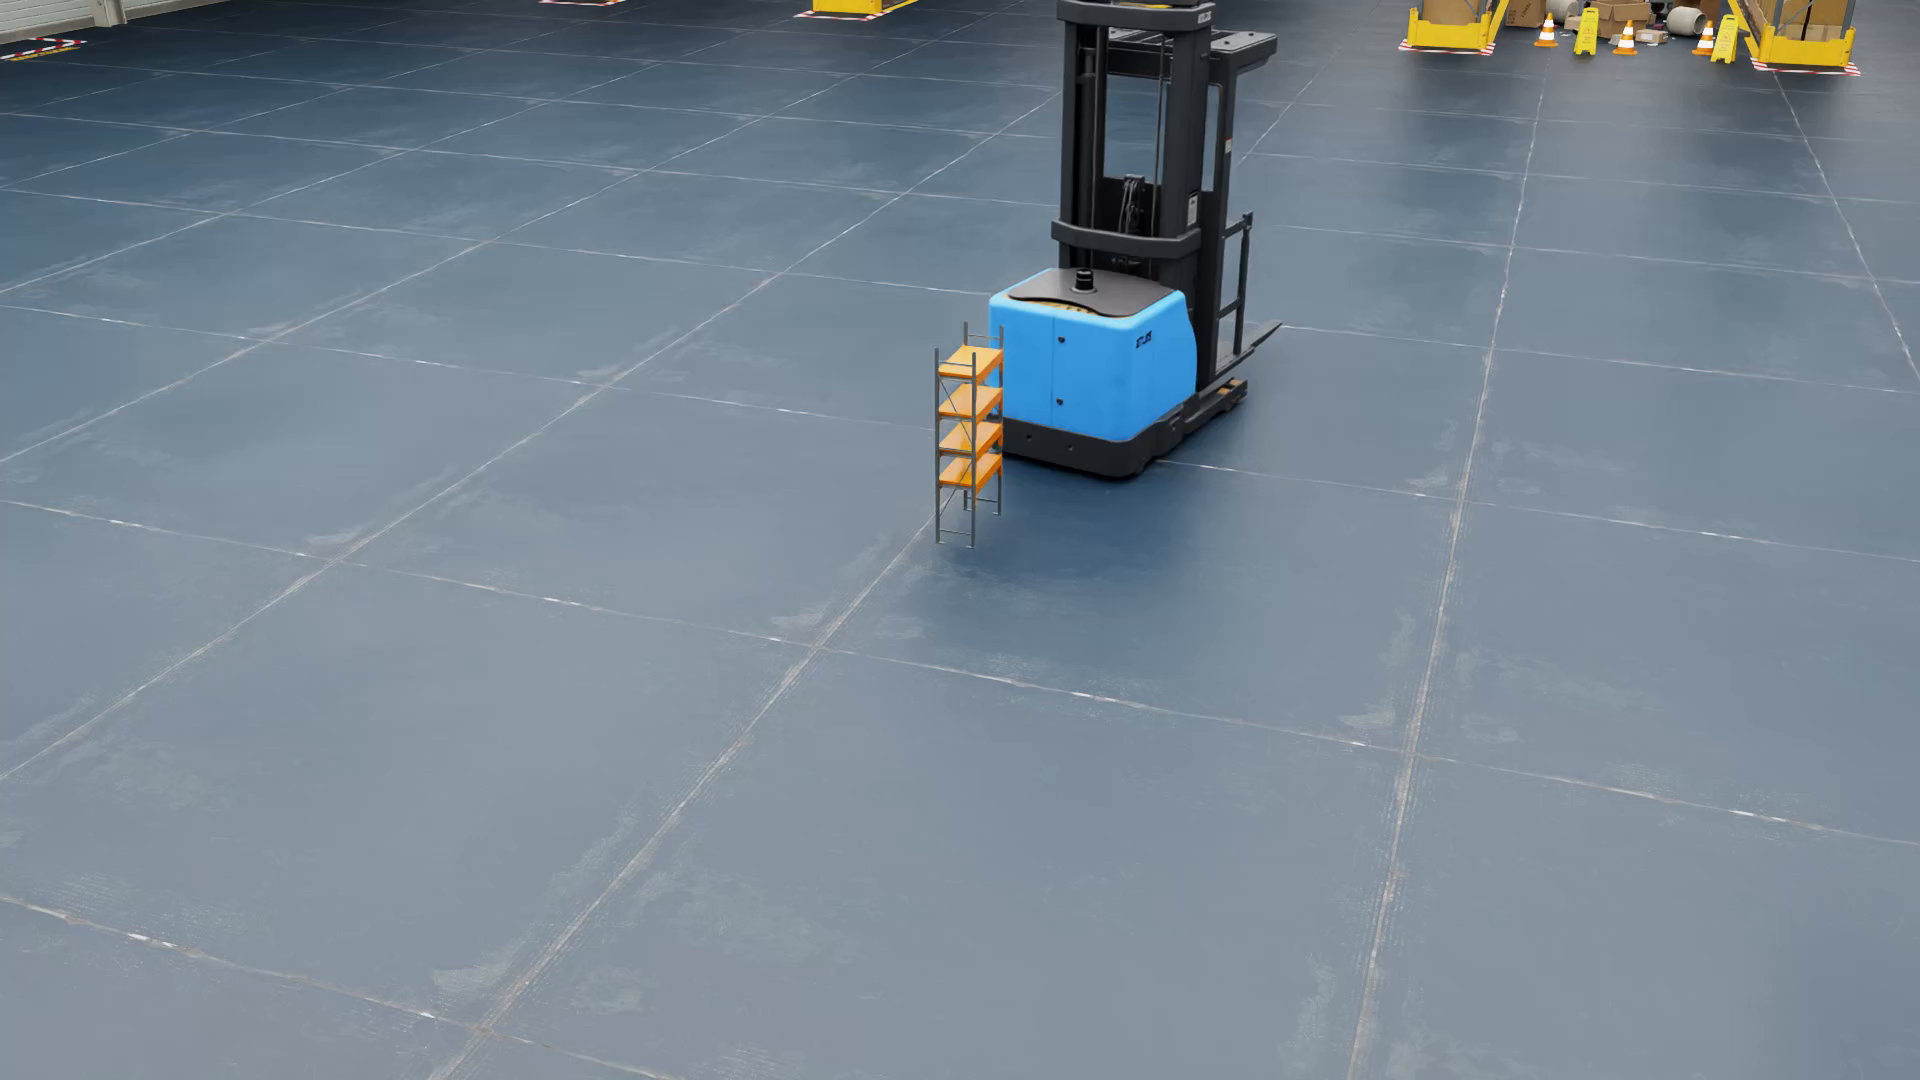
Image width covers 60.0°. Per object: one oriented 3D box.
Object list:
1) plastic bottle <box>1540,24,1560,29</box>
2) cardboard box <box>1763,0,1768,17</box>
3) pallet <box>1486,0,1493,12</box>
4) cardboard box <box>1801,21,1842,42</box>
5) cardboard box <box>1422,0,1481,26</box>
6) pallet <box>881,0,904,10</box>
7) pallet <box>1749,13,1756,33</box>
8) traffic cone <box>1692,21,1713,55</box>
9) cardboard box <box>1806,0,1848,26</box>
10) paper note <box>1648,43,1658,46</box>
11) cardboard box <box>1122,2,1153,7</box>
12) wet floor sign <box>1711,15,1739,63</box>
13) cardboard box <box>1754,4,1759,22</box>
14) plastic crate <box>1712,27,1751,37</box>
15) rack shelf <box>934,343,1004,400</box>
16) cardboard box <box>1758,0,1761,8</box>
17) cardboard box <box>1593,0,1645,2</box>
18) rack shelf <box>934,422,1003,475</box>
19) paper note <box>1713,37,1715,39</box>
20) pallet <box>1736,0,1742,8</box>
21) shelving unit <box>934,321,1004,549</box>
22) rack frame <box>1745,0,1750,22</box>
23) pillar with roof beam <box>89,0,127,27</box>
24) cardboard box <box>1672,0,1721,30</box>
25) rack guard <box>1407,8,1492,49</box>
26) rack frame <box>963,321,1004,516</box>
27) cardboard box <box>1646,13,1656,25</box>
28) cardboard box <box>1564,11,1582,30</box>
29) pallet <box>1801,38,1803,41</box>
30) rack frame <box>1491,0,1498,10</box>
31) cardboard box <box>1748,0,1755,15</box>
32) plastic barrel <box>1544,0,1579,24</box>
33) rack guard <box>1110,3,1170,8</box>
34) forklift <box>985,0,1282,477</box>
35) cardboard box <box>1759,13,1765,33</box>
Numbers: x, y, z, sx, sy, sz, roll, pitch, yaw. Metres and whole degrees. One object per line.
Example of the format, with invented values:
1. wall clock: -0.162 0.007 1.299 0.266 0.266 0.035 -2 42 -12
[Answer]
1. plastic bottle: 9.481 -8.253 26.726 0.283 0.061 0.133 0 26 -1
2. cardboard box: 12.299 -8.073 24.794 0.500 0.500 0.500 10 28 19
3. pallet: 8.411 -8.966 28.025 1.003 0.211 1.213 9 27 17
4. cardboard box: 12.637 -7.445 24.357 0.500 0.250 0.500 9 27 17
5. cardboard box: 7.570 -8.399 25.612 0.875 0.875 0.875 9 27 18
6. pallet: -1.651 -9.473 29.074 1.003 0.211 1.213 9 27 17
7. pallet: 13.249 -8.310 26.670 1.003 0.211 1.213 9 27 17
8. traffic cone: 11.035 -7.424 24.552 0.336 0.463 0.334 9 27 17
9. cardboard box: 12.645 -7.792 24.214 0.500 0.500 0.500 8 27 16
10. paper note: 10.546 -7.543 25.293 0.148 0.019 0.142 0 26 -1
11. cardboard box: 2.987 -8.957 27.194 0.500 0.500 0.500 14 29 27
12. wet floor sign: 11.036 -7.219 23.920 0.267 0.644 0.232 20 32 35
13. cardboard box: 12.647 -8.154 25.823 0.500 0.250 0.500 8 27 17
14. plastic crate: 12.143 -8.005 26.192 0.402 0.080 0.583 0 26 -1
15. rack shelf: 0.055 -0.962 9.458 0.258 0.148 0.480 9 27 17
16. cardboard box: 12.647 -8.497 25.670 0.500 0.500 0.500 10 28 20
17. cardboard box: 10.609 -8.614 26.808 0.797 0.637 0.503 9 27 17
18. rack shelf: 0.055 -0.547 9.658 0.258 0.148 0.480 9 27 17
19. paper note: 11.674 -7.815 25.856 0.142 0.019 0.148 0 26 -1
20. pallet: 14.101 -9.414 28.951 1.003 0.211 1.213 9 27 17
21. shelving unit: 0.055 -0.608 9.629 0.258 1.200 0.503 9 27 17
22. rack frame: 13.439 -9.846 26.643 1.000 3.000 0.127 9 27 17
23. pillar with roof beam: -9.770 -11.817 23.831 9.100 9.000 0.400 9 27 17
24. cardboard box: 11.799 -8.479 26.685 0.500 0.500 0.500 -14 29 -27
25. rack guard: 7.399 -7.743 25.169 1.175 0.500 0.348 9 27 17
26. rack frame: 0.136 -0.708 9.836 0.240 1.200 0.015 9 27 17
27. cardboard box: 11.144 -8.592 27.190 0.258 0.266 0.396 -9 27 -18
28. cardboard box: 9.902 -8.318 26.625 0.396 0.266 0.258 14 29 26
29. pallet: 12.437 -7.307 24.599 1.003 0.211 1.213 9 27 17
30. rack frame: 8.738 -10.522 28.040 1.000 3.000 0.127 9 27 17
31. cardboard box: 12.988 -8.594 26.731 0.500 0.250 0.500 7 27 15
32. plastic barrel: 9.807 -8.674 27.179 0.421 0.421 0.512 -14 29 -27
33. rack guard: 2.788 -8.545 26.825 1.175 0.500 0.348 9 27 17
34. forklift: 1.374 -2.309 11.156 1.130 2.935 3.031 15 30 29
35. cardboard box: 12.303 -7.736 24.959 0.500 0.250 0.500 9 27 18
